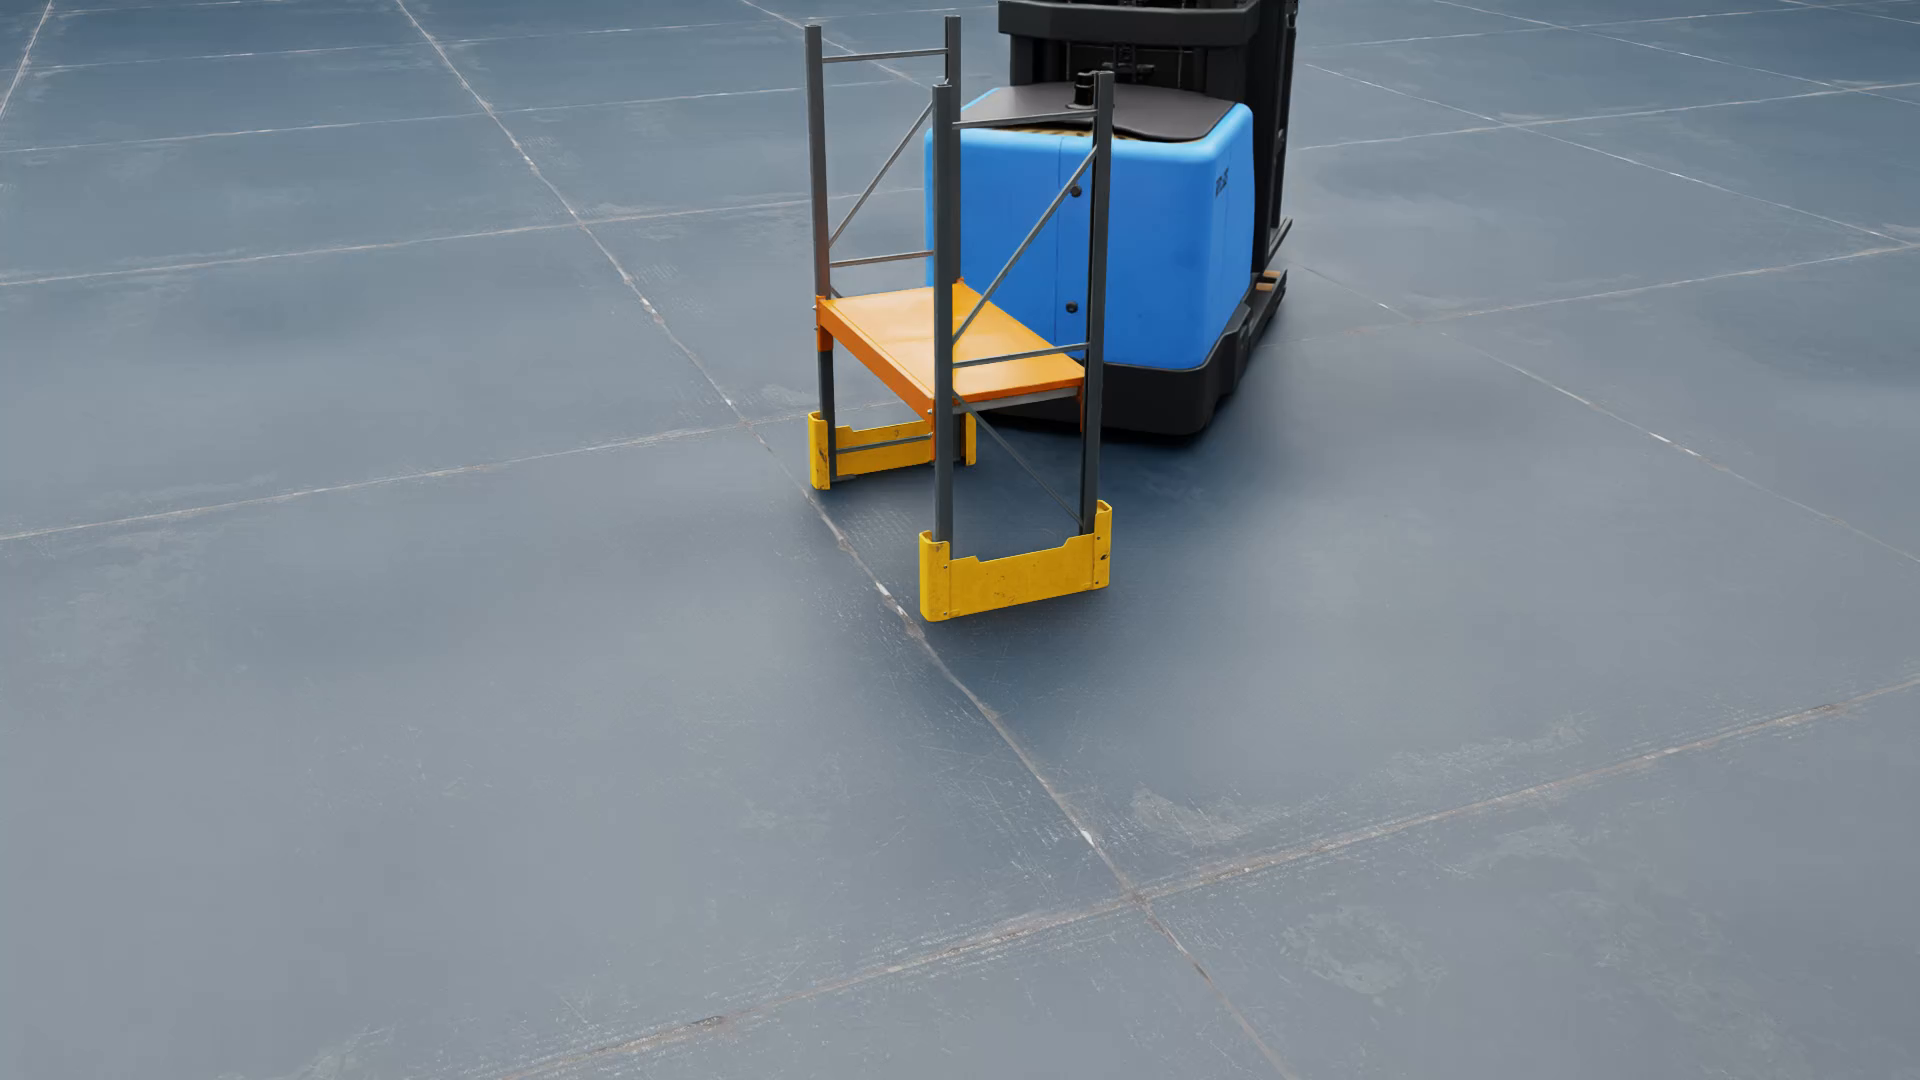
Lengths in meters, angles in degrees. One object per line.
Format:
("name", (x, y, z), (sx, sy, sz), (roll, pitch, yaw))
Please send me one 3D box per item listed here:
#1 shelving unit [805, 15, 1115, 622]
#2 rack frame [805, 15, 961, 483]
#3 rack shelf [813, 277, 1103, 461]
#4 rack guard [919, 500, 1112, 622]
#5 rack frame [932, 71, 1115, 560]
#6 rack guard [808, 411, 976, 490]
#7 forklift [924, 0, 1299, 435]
("shelving unit", (-0.030, -0.705, 4.984), (0.587, 1.500, 1.083), (-11, 28, -21))
("rack frame", (-0.232, -0.914, 5.412), (0.500, 1.500, 0.032), (-11, 28, -21))
("rack shelf", (-0.033, -0.547, 5.070), (0.538, 0.185, 1.000), (-11, 28, -21))
("rack guard", (0.165, 0.058, 4.846), (0.587, 0.250, 0.087), (-11, 28, -21))
("rack frame", (0.166, -0.503, 4.571), (0.500, 1.500, 0.032), (-11, 28, -21))
("rack guard", (-0.225, -0.344, 5.670), (0.587, 0.250, 0.087), (-11, 28, -21))
("forklift", (0.812, -2.311, 6.642), (1.130, 2.935, 3.031), (8, 27, 17))
